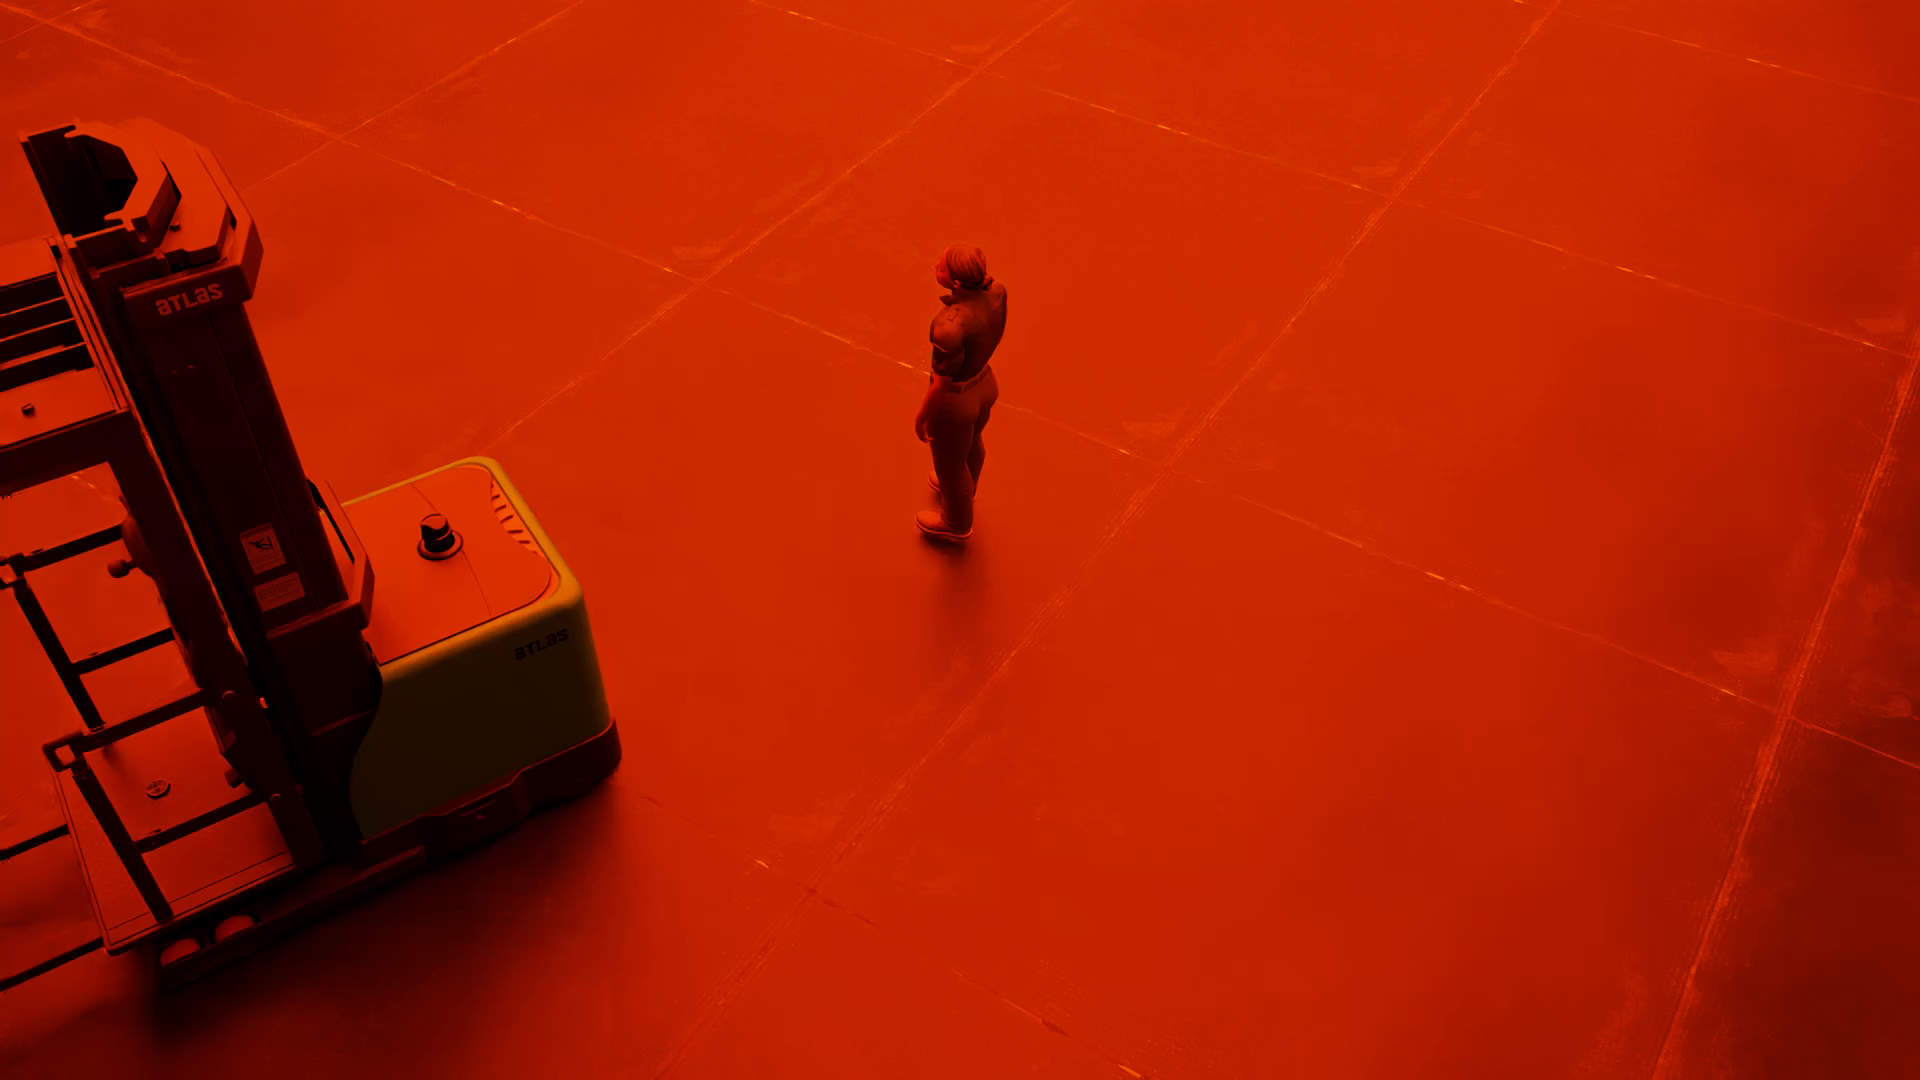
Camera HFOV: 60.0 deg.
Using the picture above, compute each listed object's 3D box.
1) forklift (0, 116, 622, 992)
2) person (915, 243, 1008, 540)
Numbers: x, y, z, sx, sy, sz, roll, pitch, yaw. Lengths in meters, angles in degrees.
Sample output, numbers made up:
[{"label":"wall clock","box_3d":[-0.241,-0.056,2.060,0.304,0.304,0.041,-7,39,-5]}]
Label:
[{"label":"forklift","box_3d":[-2.925,0.173,5.666,3.031,2.935,1.130,-24,48,-23]},{"label":"person","box_3d":[-0.063,-0.678,7.423,0.503,1.655,0.570,24,48,23]}]
